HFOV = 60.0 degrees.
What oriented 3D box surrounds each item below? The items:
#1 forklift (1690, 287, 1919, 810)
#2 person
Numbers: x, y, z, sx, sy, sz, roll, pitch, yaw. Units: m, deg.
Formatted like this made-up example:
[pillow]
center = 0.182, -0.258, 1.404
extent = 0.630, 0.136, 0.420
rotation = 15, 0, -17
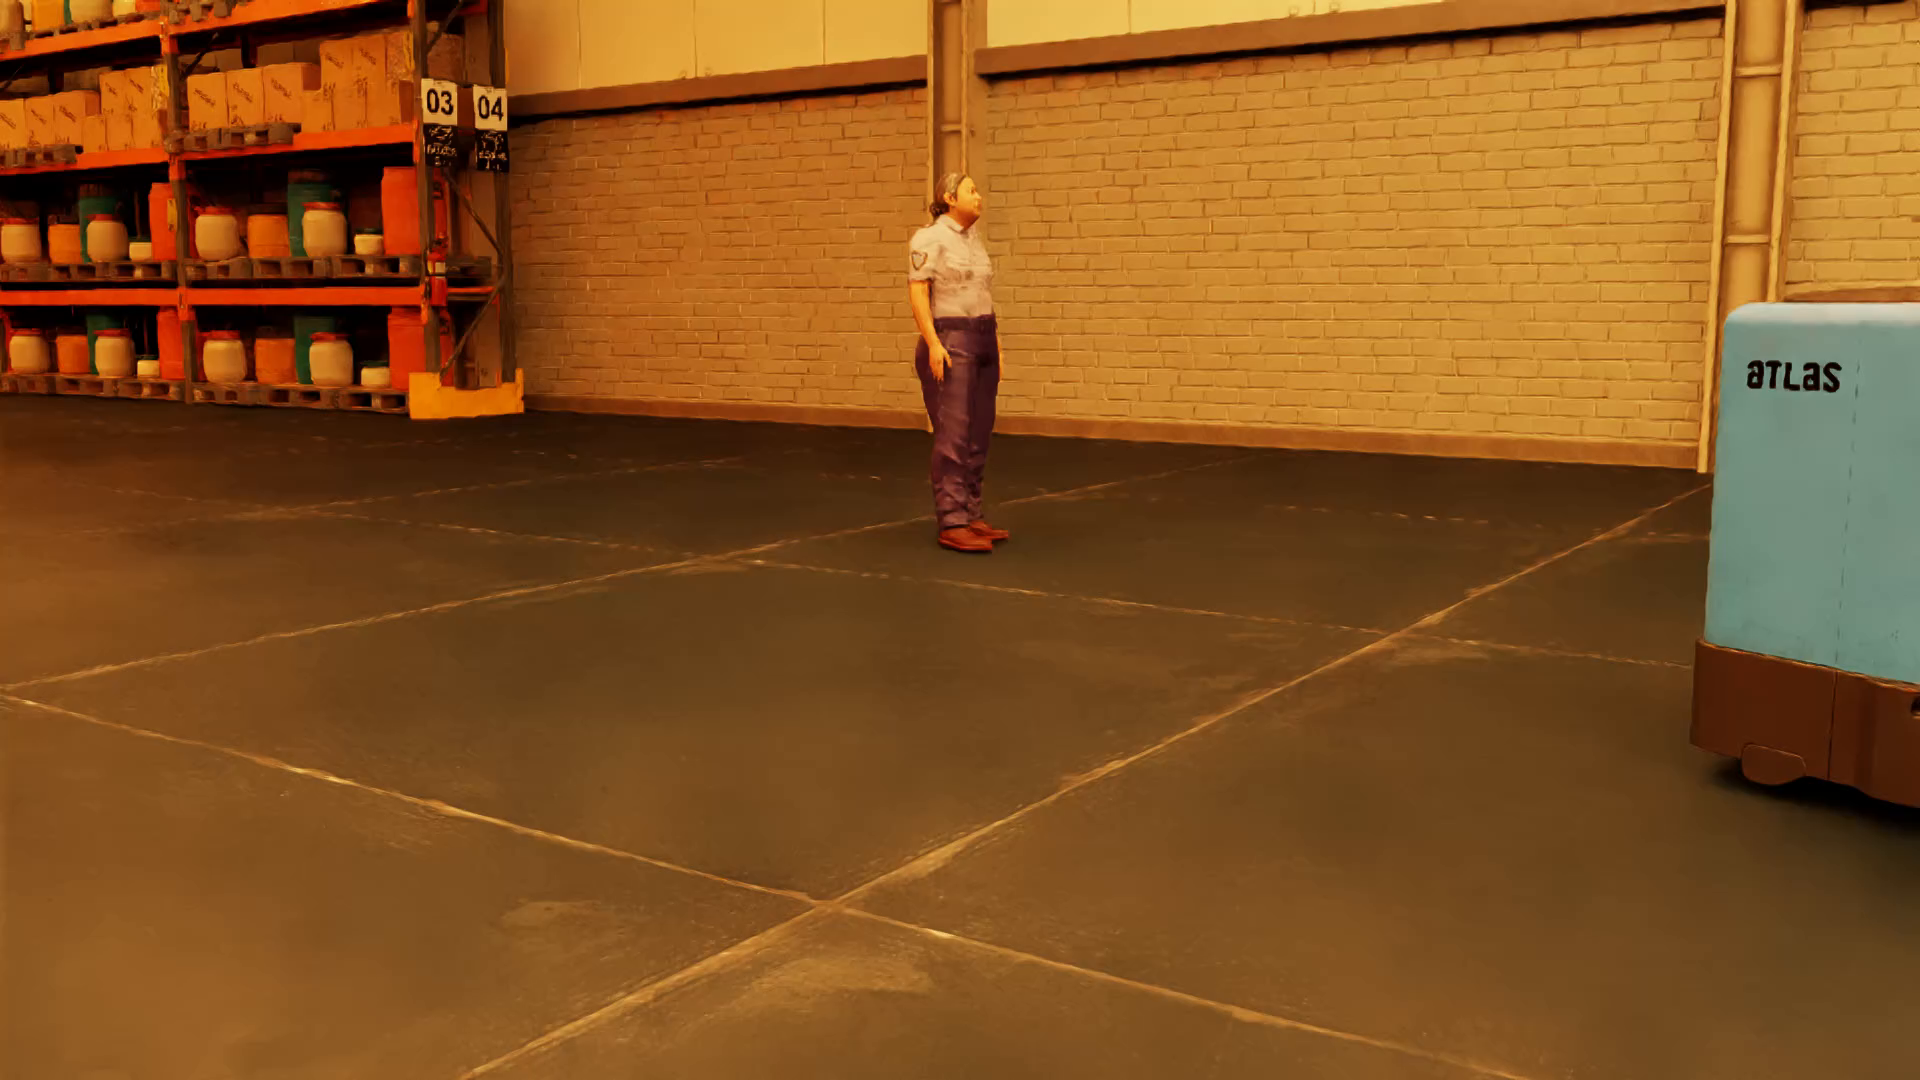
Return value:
[forklift]
center = 2.869, -0.772, 2.622
extent = 1.130, 2.935, 3.031
rotation = -5, 9, -31
[person]
center = 0.062, -0.813, 7.418
extent = 0.502, 1.650, 0.599
rotation = 5, 10, 34
